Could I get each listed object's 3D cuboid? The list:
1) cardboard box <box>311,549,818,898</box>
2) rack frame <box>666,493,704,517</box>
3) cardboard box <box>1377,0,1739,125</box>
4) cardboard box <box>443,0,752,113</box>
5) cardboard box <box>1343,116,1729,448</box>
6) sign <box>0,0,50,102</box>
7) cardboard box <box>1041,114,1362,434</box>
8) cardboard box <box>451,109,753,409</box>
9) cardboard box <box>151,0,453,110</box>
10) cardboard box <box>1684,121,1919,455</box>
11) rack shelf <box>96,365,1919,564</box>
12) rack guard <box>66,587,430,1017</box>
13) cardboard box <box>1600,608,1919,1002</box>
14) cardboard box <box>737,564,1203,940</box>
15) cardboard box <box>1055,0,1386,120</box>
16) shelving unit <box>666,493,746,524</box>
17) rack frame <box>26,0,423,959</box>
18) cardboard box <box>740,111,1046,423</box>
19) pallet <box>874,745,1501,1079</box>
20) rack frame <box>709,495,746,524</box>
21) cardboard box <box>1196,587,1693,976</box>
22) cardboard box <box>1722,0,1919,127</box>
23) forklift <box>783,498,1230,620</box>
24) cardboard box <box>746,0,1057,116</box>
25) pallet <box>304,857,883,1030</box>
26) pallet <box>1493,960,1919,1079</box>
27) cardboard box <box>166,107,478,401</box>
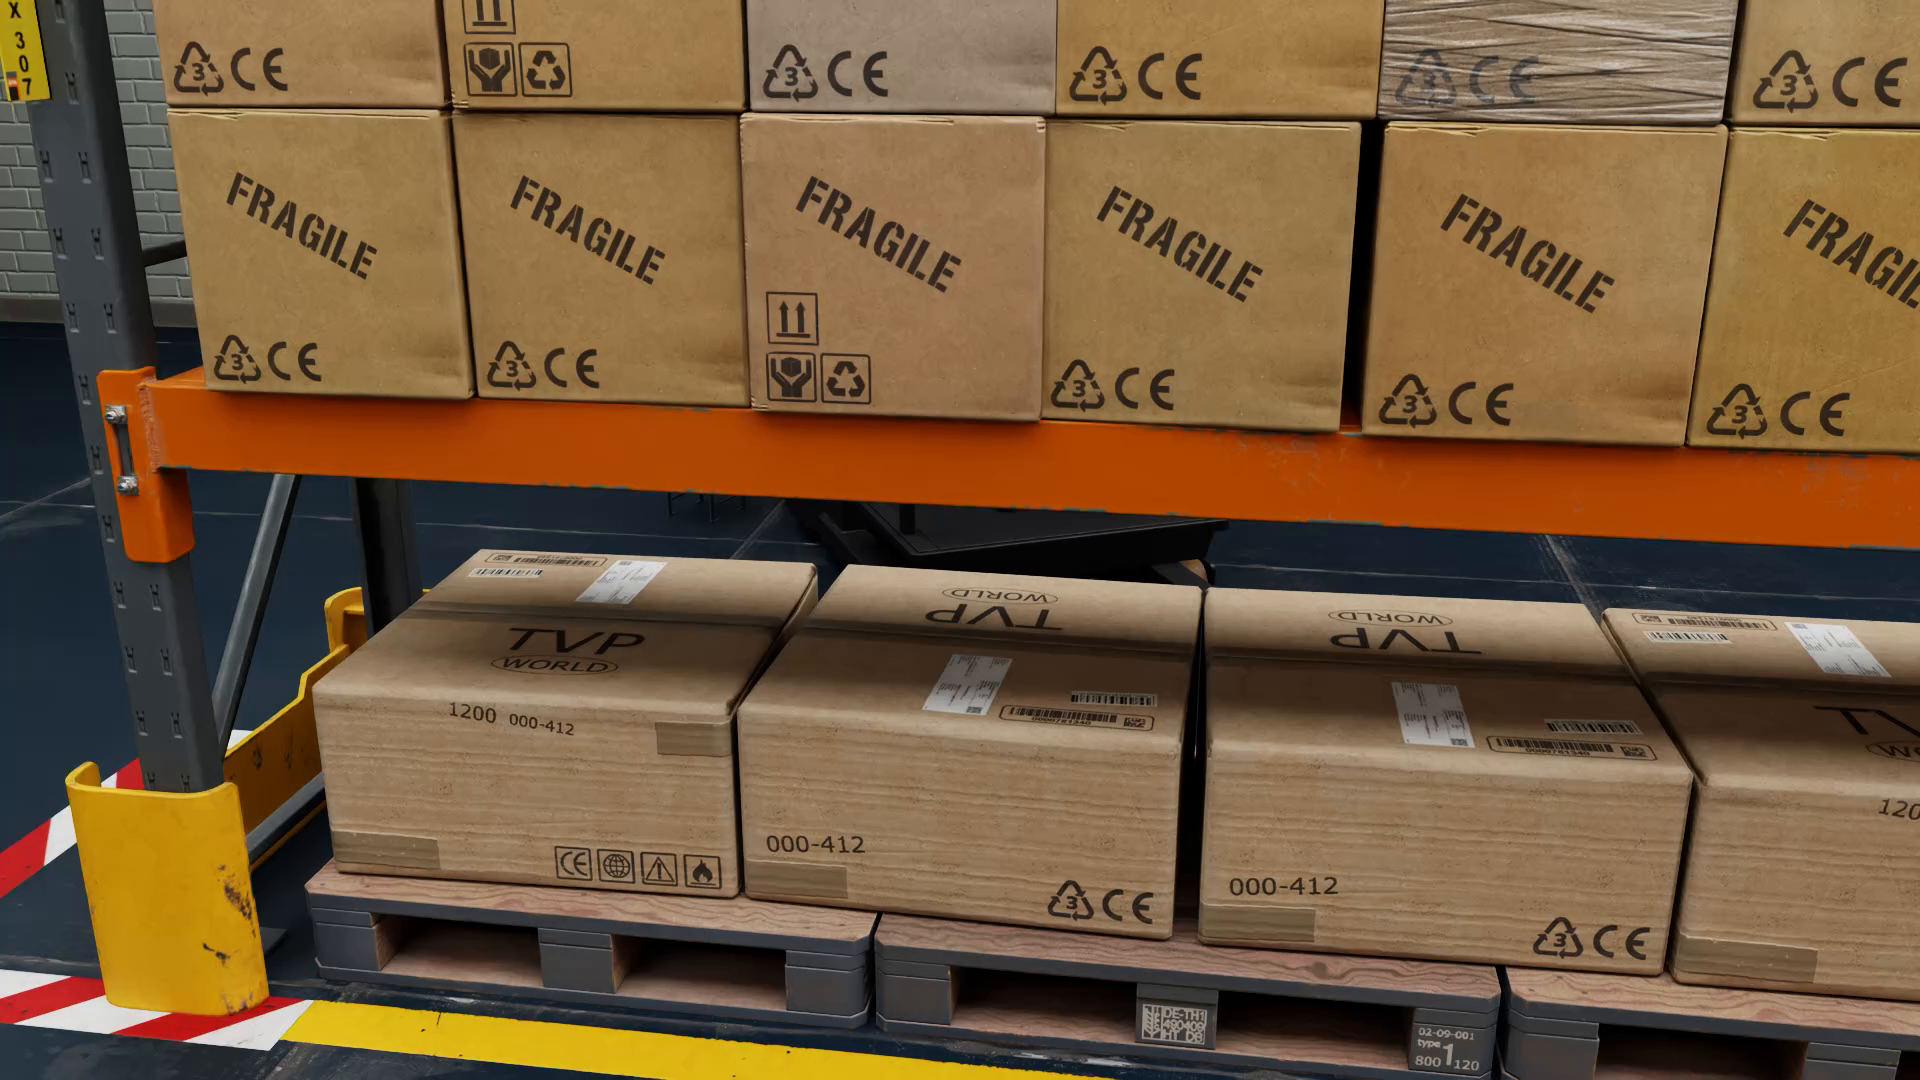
[{"bbox_3d":[-0.839,0.381,3.812,0.875,0.438,0.875,2,19,7],"label":"cardboard box"},{"bbox_3d":[-1.102,-0.554,6.541,0.006,0.900,0.240,9,20,25],"label":"rack frame"},{"bbox_3d":[0.929,-0.945,2.666,0.500,0.500,0.500,3,19,9],"label":"cardboard box"},{"bbox_3d":[-0.567,-1.021,2.893,0.500,0.500,0.500,2,19,7],"label":"cardboard box"},{"bbox_3d":[0.937,-0.471,2.825,0.500,0.500,0.500,3,19,8],"label":"cardboard box"},{"bbox_3d":[-1.600,-0.911,2.809,0.005,0.325,0.100,3,19,9],"label":"sign"},{"bbox_3d":[0.422,-0.502,2.918,0.500,0.500,0.500,4,19,10],"label":"cardboard box"},{"bbox_3d":[-0.574,-0.553,3.071,0.500,0.500,0.500,3,19,8],"label":"cardboard box"},{"bbox_3d":[-1.078,-1.045,2.964,0.500,0.500,0.500,3,19,7],"label":"cardboard box"},{"bbox_3d":[1.435,-0.450,2.763,0.500,0.500,0.500,2,19,7],"label":"cardboard box"},{"bbox_3d":[0.468,-0.195,3.291,4.000,0.370,1.077,3,19,9],"label":"rack shelf"},{"bbox_3d":[-1.530,0.548,3.878,0.348,0.500,1.175,3,19,9],"label":"rack guard"},{"bbox_3d":[1.840,0.516,3.411,0.875,0.438,0.875,3,19,8],"label":"cardboard box"},{"bbox_3d":[0.066,0.425,3.682,0.875,0.438,0.875,3,19,10],"label":"cardboard box"},{"bbox_3d":[0.436,-0.972,2.749,0.500,0.500,0.500,3,19,9],"label":"cardboard box"},{"bbox_3d":[-1.010,-0.540,6.498,0.210,0.900,0.258,9,20,25],"label":"shelving unit"},{"bbox_3d":[-1.507,-0.636,3.478,0.127,3.000,1.000,3,19,9],"label":"rack frame"},{"bbox_3d":[-0.075,-0.522,2.977,0.500,0.500,0.500,3,19,8],"label":"cardboard box"},{"bbox_3d":[0.496,0.764,3.687,1.213,0.211,1.003,3,19,9],"label":"pallet"},{"bbox_3d":[-0.919,-0.525,6.455,0.006,0.900,0.240,9,20,25],"label":"rack frame"},{"bbox_3d":[0.956,0.471,3.545,0.875,0.438,0.875,2,19,7],"label":"cardboard box"},{"bbox_3d":[1.433,-0.922,2.598,0.500,0.500,0.500,3,19,8],"label":"cardboard box"},{"bbox_3d":[0.210,-1.203,5.281,1.130,2.935,3.031,-6,20,-19],"label":"forklift"},{"bbox_3d":[-0.057,-0.997,2.823,0.500,0.500,0.500,3,19,8],"label":"cardboard box"},{"bbox_3d":[-0.705,0.702,3.873,1.213,0.211,1.003,3,19,9],"label":"pallet"},{"bbox_3d":[1.704,0.825,3.506,1.213,0.211,1.003,3,19,9],"label":"pallet"},{"bbox_3d":[-1.078,-0.570,3.121,0.500,0.500,0.500,3,19,8],"label":"cardboard box"}]
